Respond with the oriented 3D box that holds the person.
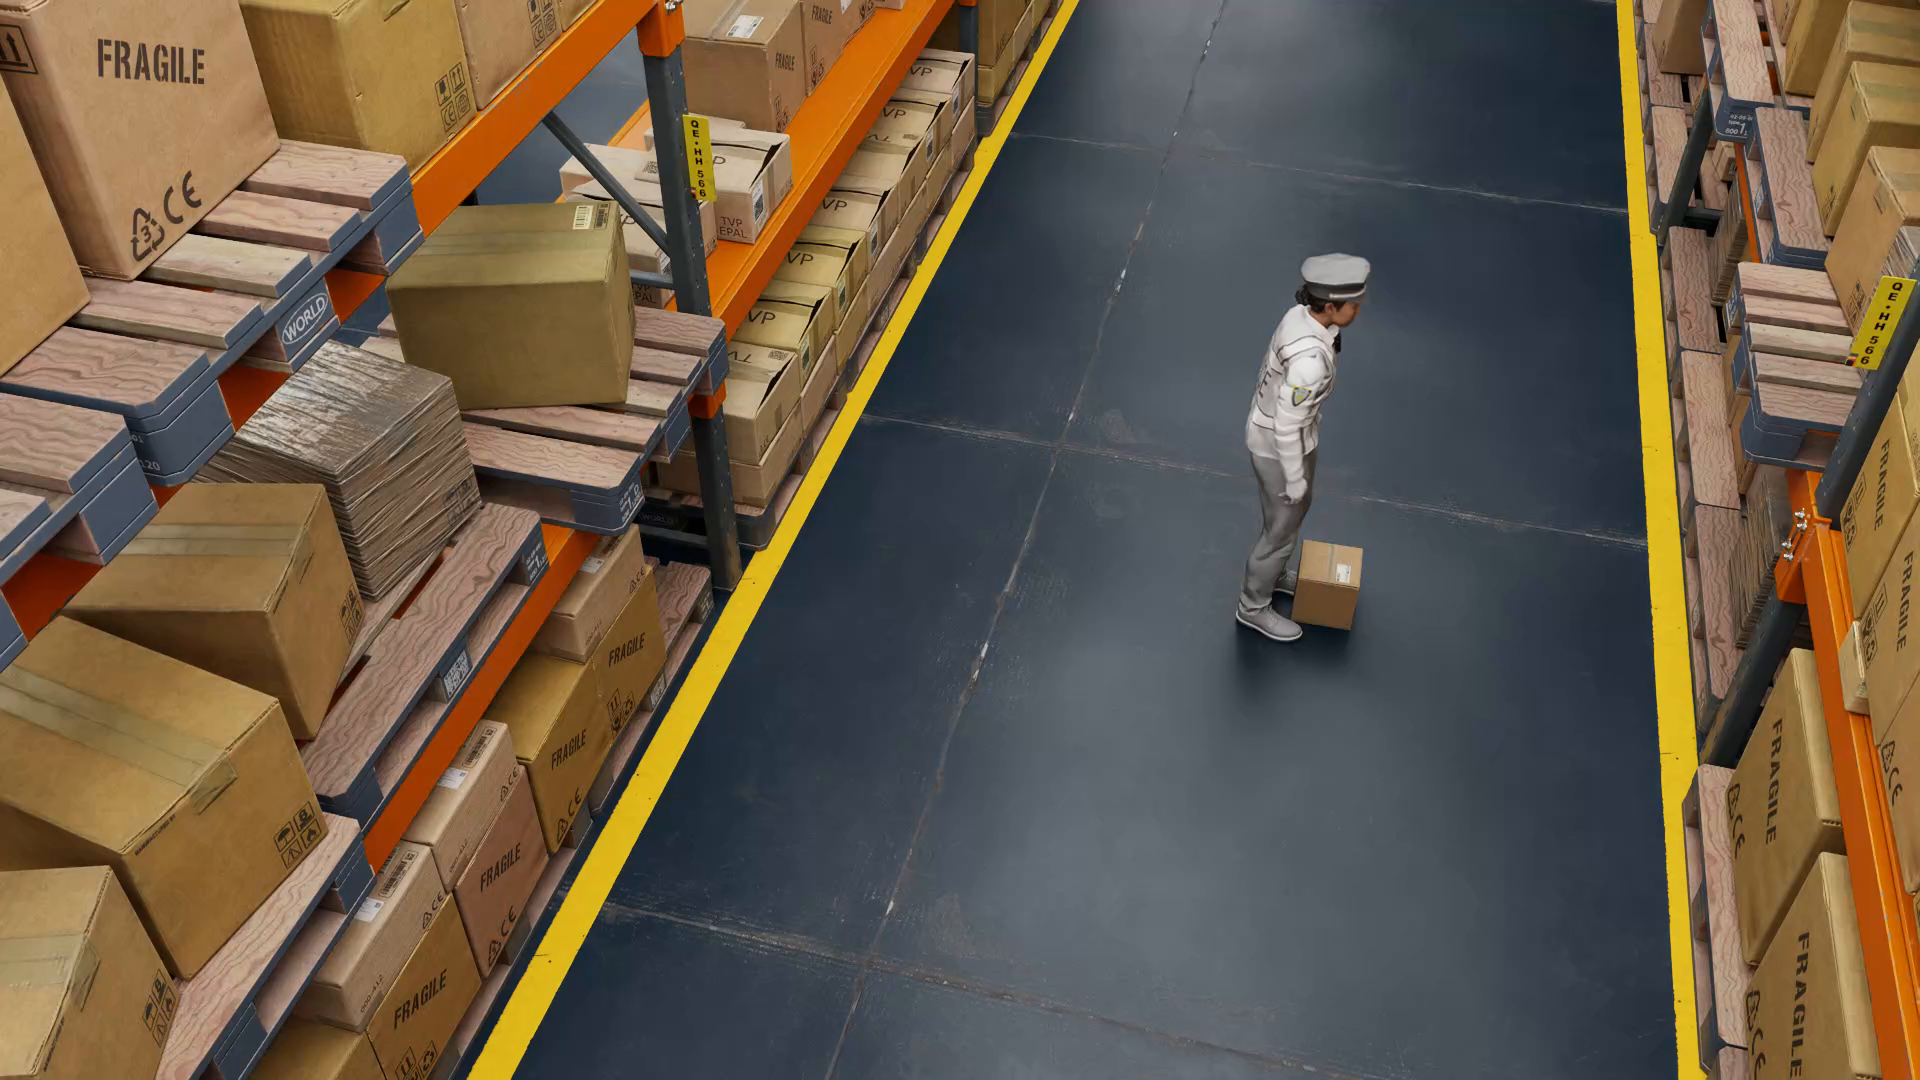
[{"bbox_3d":[1.332,-0.376,6.585,0.404,1.663,0.537,9,42,10],"label":"person"}]
